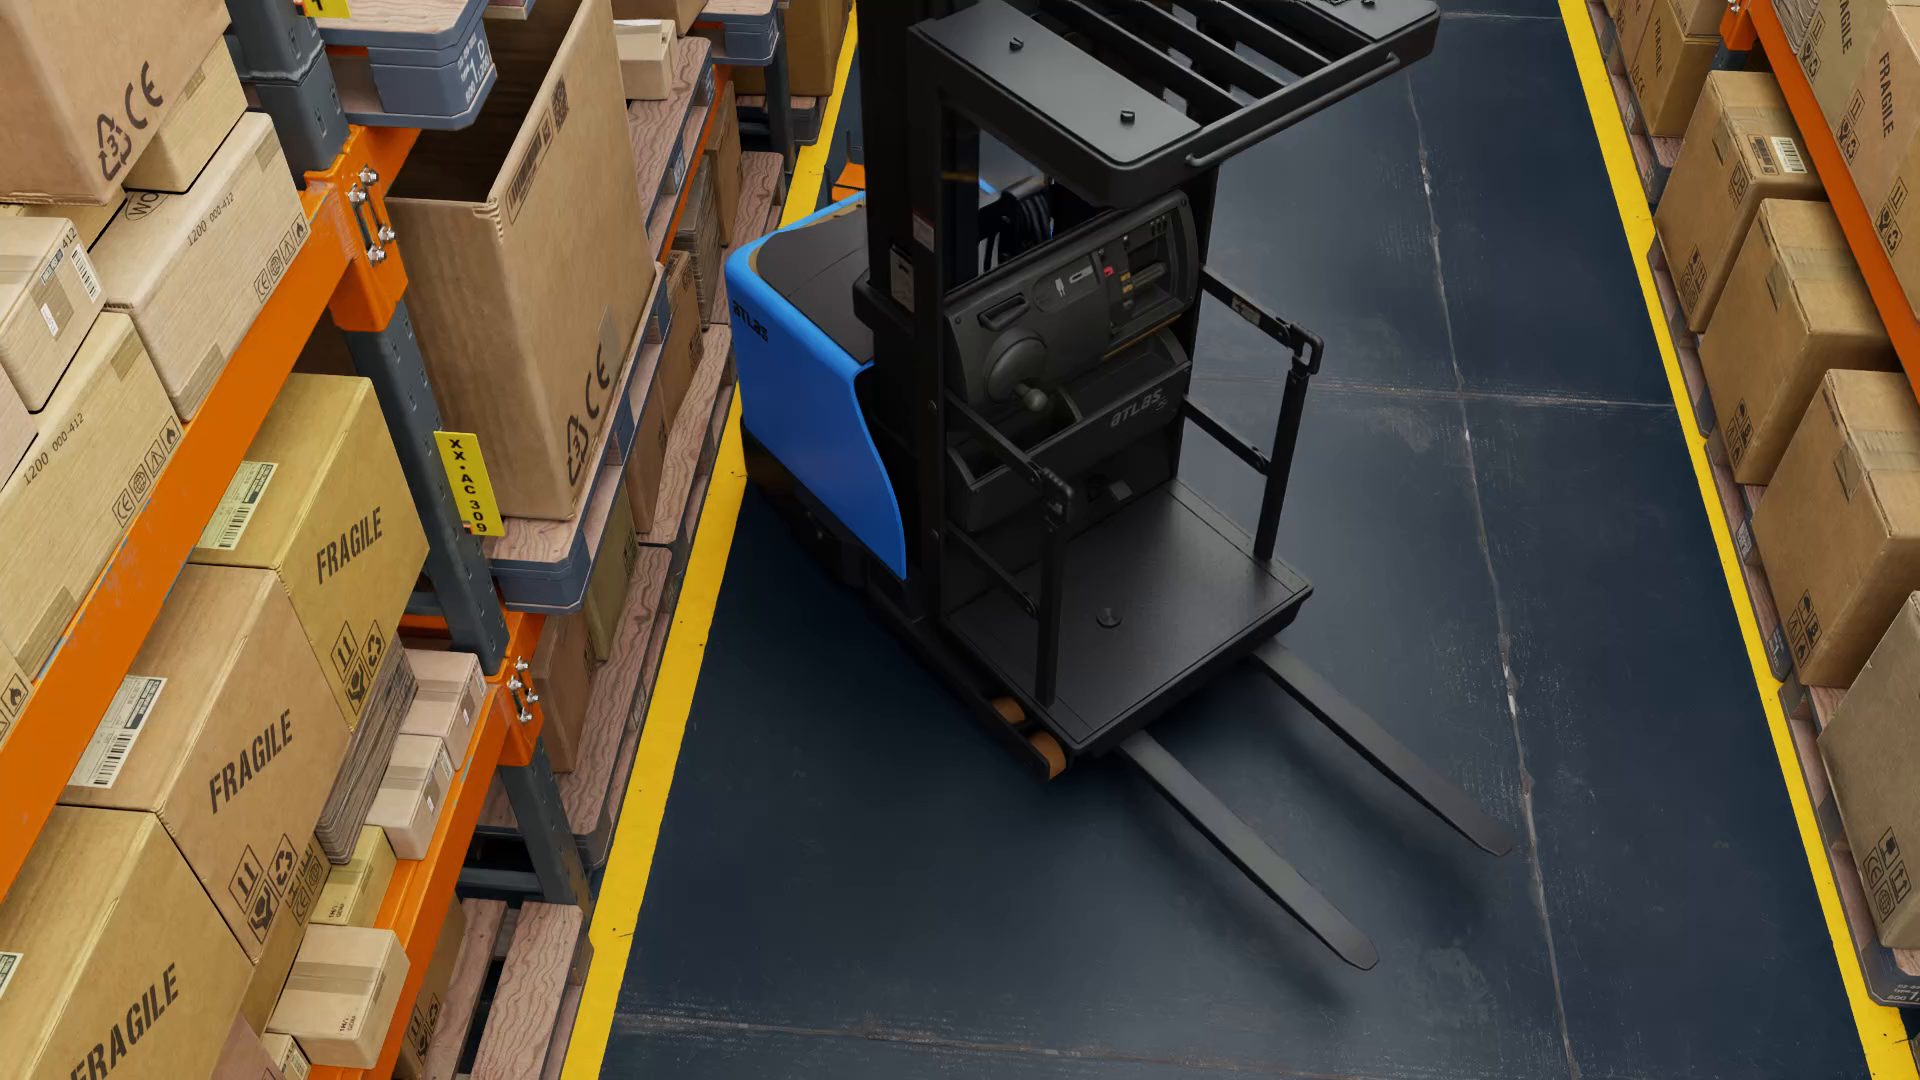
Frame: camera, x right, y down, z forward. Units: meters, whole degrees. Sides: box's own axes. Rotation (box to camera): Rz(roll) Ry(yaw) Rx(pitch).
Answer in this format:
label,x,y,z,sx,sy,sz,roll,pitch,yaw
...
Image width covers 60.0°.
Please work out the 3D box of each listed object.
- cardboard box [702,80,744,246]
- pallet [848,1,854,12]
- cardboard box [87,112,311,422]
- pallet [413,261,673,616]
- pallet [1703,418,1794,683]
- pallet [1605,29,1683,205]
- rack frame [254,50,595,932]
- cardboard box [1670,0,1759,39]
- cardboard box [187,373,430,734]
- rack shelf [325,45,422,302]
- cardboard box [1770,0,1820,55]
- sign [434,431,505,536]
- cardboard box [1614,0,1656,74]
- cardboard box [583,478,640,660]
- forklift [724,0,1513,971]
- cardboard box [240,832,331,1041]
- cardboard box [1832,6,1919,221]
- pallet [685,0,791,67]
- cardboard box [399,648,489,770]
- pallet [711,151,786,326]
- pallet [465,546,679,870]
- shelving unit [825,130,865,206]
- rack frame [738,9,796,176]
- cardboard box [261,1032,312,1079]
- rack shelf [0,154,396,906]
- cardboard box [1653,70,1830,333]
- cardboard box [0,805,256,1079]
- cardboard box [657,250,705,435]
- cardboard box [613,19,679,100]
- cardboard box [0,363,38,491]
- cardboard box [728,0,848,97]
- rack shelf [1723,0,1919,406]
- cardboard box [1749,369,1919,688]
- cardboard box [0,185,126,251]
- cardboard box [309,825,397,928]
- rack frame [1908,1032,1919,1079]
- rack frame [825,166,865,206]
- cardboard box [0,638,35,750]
label,x,y,z,sx,sy,sz,roll,pitch,yaw
cardboard box,-1.323,-1.612,7.088,0.700,0.500,0.500,2,48,1
pallet,-1.021,-3.328,9.151,1.003,0.211,1.213,4,48,4
cardboard box,-1.428,-0.471,2.717,0.500,0.250,0.500,5,48,5
pallet,-1.432,-0.349,4.666,1.003,0.211,1.213,4,48,4
pallet,3.388,0.016,6.092,1.003,0.211,1.213,4,48,4
pallet,3.721,-2.026,7.960,1.003,0.211,1.213,4,48,4
rack frame,-1.646,0.138,4.091,1.000,3.000,0.127,4,48,4
cardboard box,3.450,-2.465,7.373,0.500,0.250,0.500,3,48,3
cardboard box,-1.413,0.016,3.256,0.500,0.500,0.500,4,48,4
rack shelf,-1.464,-2.101,4.593,1.077,0.370,4.000,4,48,4
cardboard box,3.339,-2.115,6.084,0.500,0.500,0.500,4,48,4
sign,-1.105,-0.123,3.743,0.100,0.325,0.005,4,48,4
cardboard box,3.499,-2.574,7.981,0.500,0.500,0.500,6,48,5
cardboard box,-1.506,0.035,5.581,0.700,0.500,0.500,4,48,3
forklift,0.487,-0.616,4.827,1.130,2.935,3.031,-31,55,-25
cardboard box,-1.829,0.696,3.311,0.875,0.500,0.500,4,48,4
cardboard box,3.249,-1.371,5.403,0.500,0.500,0.500,4,48,3
pallet,-1.240,-2.205,6.364,1.213,0.211,1.003,4,48,4
cardboard box,-1.373,0.401,4.021,0.380,0.149,0.250,4,48,4
pallet,-1.354,-1.286,7.283,1.003,0.211,1.213,4,48,4
pallet,-1.577,0.507,5.643,1.003,0.211,1.213,4,48,4
shelving unit,-0.362,-1.076,6.522,0.215,1.050,0.252,11,49,10
rack frame,-1.282,-2.801,6.779,1.000,3.000,0.127,4,48,4
cardboard box,-1.554,1.130,3.354,0.380,0.149,0.250,4,48,4
rack shelf,-1.828,0.838,1.905,1.077,0.370,4.000,4,48,4
cardboard box,3.504,-1.334,6.678,1.050,0.750,0.750,3,48,3
cardboard box,-1.504,0.751,2.584,0.500,0.500,0.500,4,48,4
cardboard box,-1.405,-0.787,6.333,0.700,0.500,0.500,7,48,7
cardboard box,-1.165,-1.654,5.536,0.396,0.266,0.258,3,48,2
cardboard box,-1.439,-0.115,2.121,0.380,0.149,0.250,3,48,2
cardboard box,-1.198,-2.731,7.871,1.225,0.875,0.875,2,48,2
rack shelf,3.466,-0.681,5.327,1.077,0.370,4.000,4,48,4
cardboard box,3.343,-0.007,5.464,1.050,0.750,0.750,4,48,4
cardboard box,-1.503,-0.509,2.482,0.380,0.149,0.250,4,48,4
cardboard box,-1.488,0.764,3.689,0.380,0.149,0.250,4,48,4
rack frame,3.284,0.546,3.718,1.000,3.000,0.127,4,48,4
rack frame,-0.394,-0.989,6.443,0.200,1.050,0.008,11,49,10
cardboard box,-1.527,0.287,2.024,0.500,0.250,0.500,4,48,3
